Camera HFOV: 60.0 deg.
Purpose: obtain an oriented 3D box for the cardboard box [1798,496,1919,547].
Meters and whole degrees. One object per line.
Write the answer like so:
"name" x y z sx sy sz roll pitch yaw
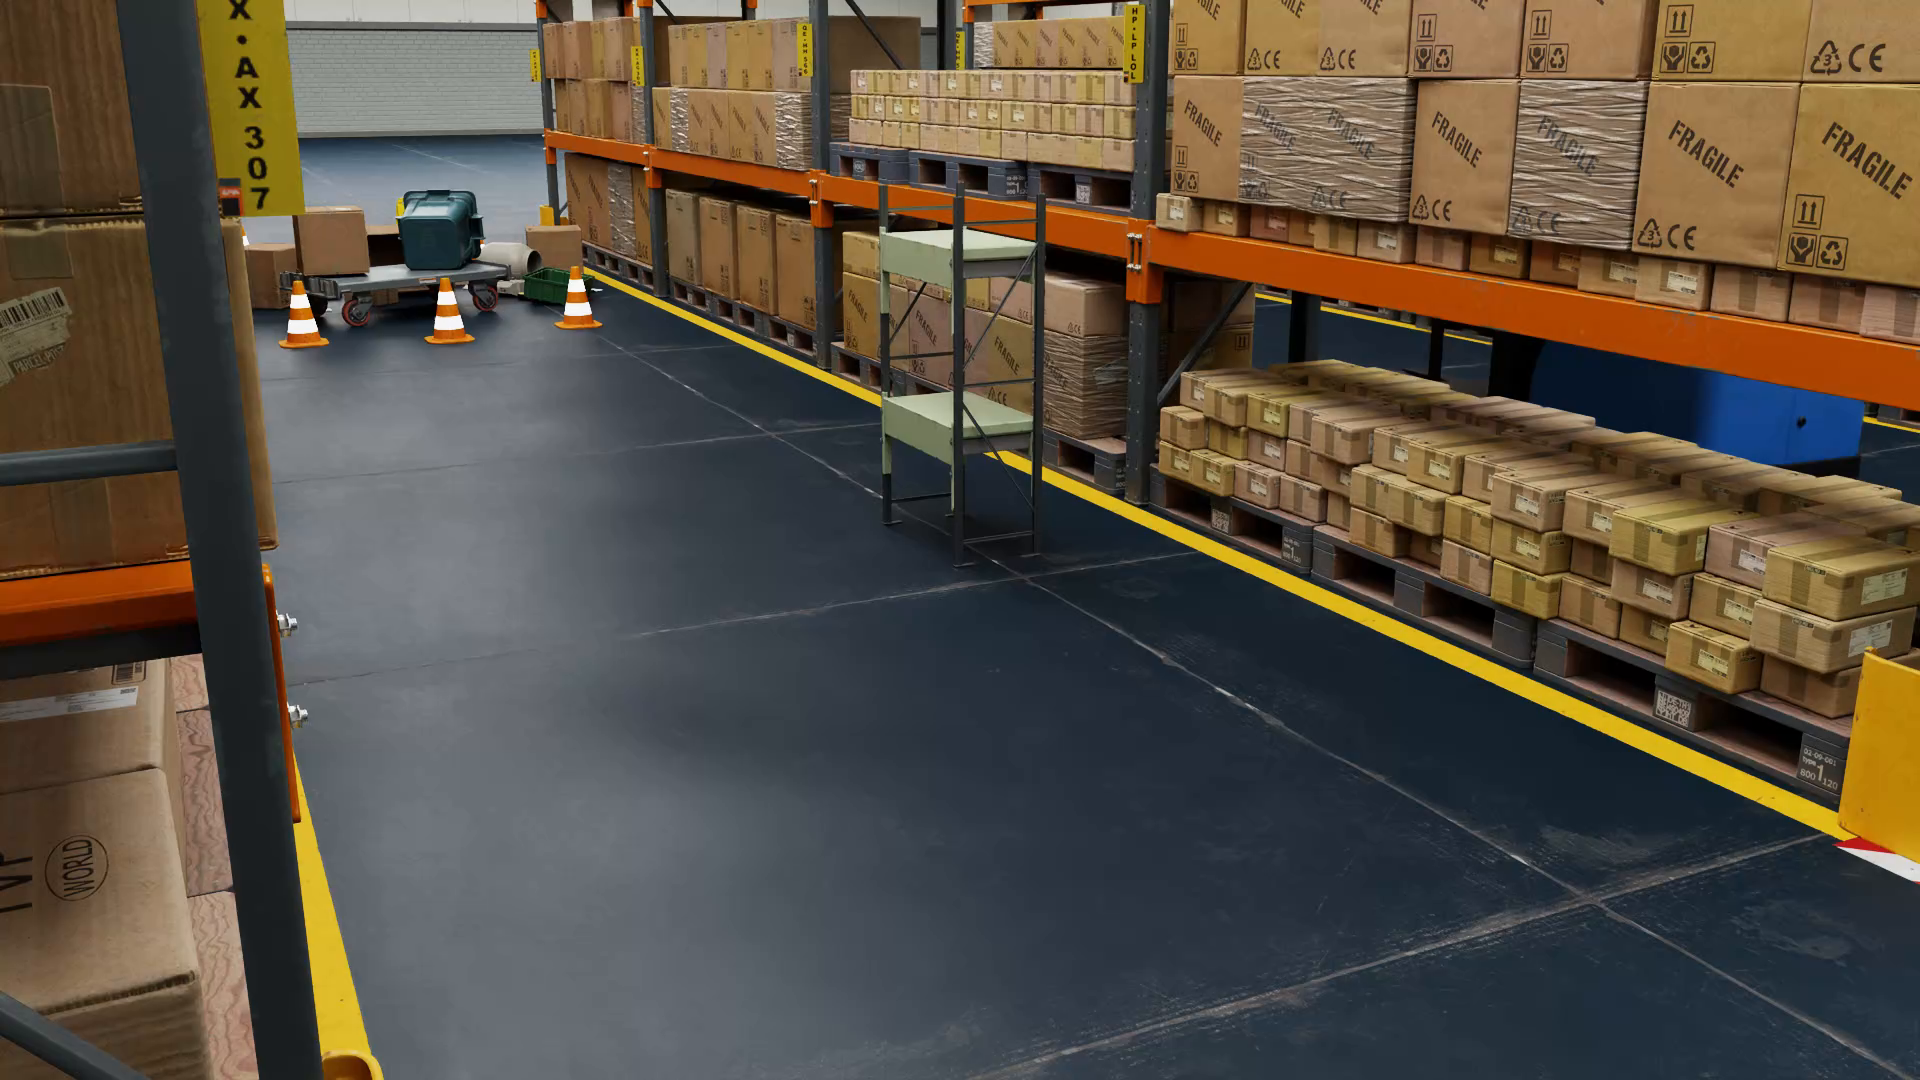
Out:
"cardboard box" 2.854 -0.020 5.210 0.380 0.149 0.250 -7 18 -24

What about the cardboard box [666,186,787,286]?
"cardboard box" -1.897 -2.630 14.296 1.050 0.750 0.750 -8 18 -25

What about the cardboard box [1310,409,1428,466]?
"cardboard box" 1.615 -0.409 6.567 0.380 0.149 0.250 -7 18 -24

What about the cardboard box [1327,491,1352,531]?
"cardboard box" 1.703 -0.131 6.676 0.380 0.149 0.250 -9 18 -27

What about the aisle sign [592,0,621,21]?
"aisle sign" -3.764 -5.948 17.828 0.394 0.787 0.004 -8 18 -25

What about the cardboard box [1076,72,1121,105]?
"cardboard box" 0.785 -2.179 8.021 0.380 0.149 0.250 -8 18 -27

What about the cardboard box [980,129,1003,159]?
"cardboard box" 0.329 -2.148 8.991 0.380 0.149 0.250 -7 17 -22

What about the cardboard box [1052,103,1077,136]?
"cardboard box" 0.680 -2.095 8.269 0.380 0.149 0.250 -7 17 -22

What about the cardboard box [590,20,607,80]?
"cardboard box" -3.079 -4.743 16.111 0.875 0.550 0.500 -8 18 -25

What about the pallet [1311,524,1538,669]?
"pallet" 2.119 0.136 6.393 1.003 0.211 1.213 -8 18 -25

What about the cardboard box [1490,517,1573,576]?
"cardboard box" 2.051 -0.004 5.694 0.380 0.149 0.250 -7 18 -24

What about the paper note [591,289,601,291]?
"paper note" -3.359 -2.283 15.151 0.142 0.020 0.147 7 17 23

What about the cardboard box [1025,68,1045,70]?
"cardboard box" 1.224 -5.032 18.626 0.875 0.500 0.500 -8 18 -25

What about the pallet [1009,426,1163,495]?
"pallet" 0.912 -0.522 8.687 1.003 0.211 1.213 -8 18 -25

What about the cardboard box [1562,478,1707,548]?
"cardboard box" 2.205 -0.086 5.440 0.380 0.149 0.250 -8 18 -27

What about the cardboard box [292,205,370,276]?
"cardboard box" -5.069 -2.415 13.386 0.500 0.500 0.500 -8 18 -25

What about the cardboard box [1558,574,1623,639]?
"cardboard box" 2.227 0.199 5.528 0.380 0.149 0.250 -7 18 -24

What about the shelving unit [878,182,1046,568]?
"shelving unit" -0.003 -0.723 7.050 0.431 1.500 0.755 -8 18 -25

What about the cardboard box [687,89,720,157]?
"cardboard box" -1.823 -3.289 13.092 0.500 0.500 0.500 -8 18 -25

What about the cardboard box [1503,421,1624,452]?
"cardboard box" 2.292 -0.341 6.328 0.380 0.149 0.250 -8 18 -25

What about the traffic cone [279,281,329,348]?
"traffic cone" -4.854 -1.672 12.239 0.336 0.463 0.334 -8 18 -25

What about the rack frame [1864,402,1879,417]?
"rack frame" 5.757 -2.244 9.631 1.000 3.000 0.127 -8 18 -25

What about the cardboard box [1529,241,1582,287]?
"cardboard box" 2.125 -0.934 5.521 0.380 0.149 0.250 -8 18 -27

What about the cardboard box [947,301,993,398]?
"cardboard box" 0.259 -1.078 9.339 0.500 0.500 0.500 -8 18 -26

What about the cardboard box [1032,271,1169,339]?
"cardboard box" 0.701 -1.184 8.350 0.500 0.250 0.500 -8 18 -26

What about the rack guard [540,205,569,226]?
"rack guard" -4.013 -3.449 18.364 1.175 0.500 0.348 -8 18 -25

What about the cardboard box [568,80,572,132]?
"cardboard box" -3.539 -4.497 17.210 0.875 0.550 0.550 -8 18 -25

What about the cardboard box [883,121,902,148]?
"cardboard box" -0.247 -2.474 10.126 0.380 0.149 0.250 -7 17 -22

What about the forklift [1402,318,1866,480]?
"forklift" 3.013 -1.818 8.274 1.130 2.935 3.031 -7 17 -22

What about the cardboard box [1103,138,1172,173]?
"cardboard box" 0.903 -1.825 7.866 0.380 0.149 0.250 -8 18 -26

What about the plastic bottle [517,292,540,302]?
"plastic bottle" -3.728 -2.127 14.551 0.283 0.061 0.133 11 19 33

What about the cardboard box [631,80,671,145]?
"cardboard box" -2.423 -3.815 14.835 0.875 0.550 0.550 -8 18 -25

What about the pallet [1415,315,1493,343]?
"pallet" 4.283 -1.691 12.759 1.003 0.211 1.213 -8 18 -25

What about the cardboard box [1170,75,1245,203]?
"cardboard box" 1.245 -1.707 7.041 0.500 0.500 0.500 -8 18 -26

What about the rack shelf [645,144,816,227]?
"rack shelf" -1.374 -2.811 12.913 1.077 0.370 4.000 -8 18 -25

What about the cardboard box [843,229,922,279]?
"cardboard box" -0.413 -1.822 10.572 0.500 0.250 0.500 -9 18 -27

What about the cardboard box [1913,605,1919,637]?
"cardboard box" 3.008 0.187 5.029 0.380 0.149 0.250 -7 17 -23

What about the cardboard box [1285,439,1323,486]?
"cardboard box" 1.572 -0.340 6.865 0.380 0.149 0.250 -9 18 -28

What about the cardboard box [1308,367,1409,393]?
"cardboard box" 1.792 -0.672 7.481 0.380 0.149 0.250 -7 18 -24

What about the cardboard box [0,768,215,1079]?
"cardboard box" -1.778 0.824 2.826 0.875 0.438 0.875 -8 18 -27

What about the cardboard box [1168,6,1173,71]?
"cardboard box" 2.475 -4.504 15.657 1.000 1.000 1.000 -8 18 -25

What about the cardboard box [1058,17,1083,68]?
"cardboard box" 1.370 -5.225 17.488 0.500 0.500 0.500 -8 18 -25

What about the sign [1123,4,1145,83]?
"sign" 0.757 -2.158 7.233 0.100 0.325 0.005 -8 18 -25

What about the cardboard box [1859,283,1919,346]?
"cardboard box" 2.610 -0.603 4.371 0.380 0.149 0.250 -8 18 -25

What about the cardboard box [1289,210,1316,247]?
"cardboard box" 1.542 -1.256 6.645 0.380 0.149 0.250 -9 18 -27

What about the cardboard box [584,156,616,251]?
"cardboard box" -3.259 -3.447 16.916 0.875 0.875 0.875 -8 18 -26

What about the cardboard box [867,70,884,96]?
"cardboard box" -0.349 -2.824 10.269 0.380 0.149 0.250 -8 18 -26

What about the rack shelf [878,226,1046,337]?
"rack shelf" -0.003 -1.098 6.942 0.431 0.370 0.720 -8 18 -25

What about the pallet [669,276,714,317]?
"pallet" -1.844 -2.130 14.292 1.003 0.211 1.213 -8 18 -25

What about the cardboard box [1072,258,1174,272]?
"cardboard box" 0.933 -1.377 9.022 0.500 0.250 0.500 -7 17 -23

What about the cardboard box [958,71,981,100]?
"cardboard box" 0.214 -2.502 9.148 0.380 0.149 0.250 -8 18 -26

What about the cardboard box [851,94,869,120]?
"cardboard box" -0.467 -2.741 10.520 0.380 0.149 0.250 -7 17 -22

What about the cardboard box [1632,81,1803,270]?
"cardboard box" 2.358 -1.077 4.846 0.500 0.500 0.500 -8 18 -26

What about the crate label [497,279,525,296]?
"crate label" -3.983 -2.249 14.840 0.250 0.136 0.298 7 17 23

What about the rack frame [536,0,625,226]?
"rack frame" -4.003 -4.645 17.998 1.000 3.000 0.127 -8 18 -25

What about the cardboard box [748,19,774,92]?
"cardboard box" -1.135 -3.555 12.205 0.700 0.500 0.500 -8 18 -26

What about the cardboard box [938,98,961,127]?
"cardboard box" 0.099 -2.422 9.407 0.380 0.149 0.250 -8 18 -25

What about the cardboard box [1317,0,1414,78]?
"cardboard box" 1.667 -1.944 6.055 0.500 0.500 0.500 -7 18 -24
